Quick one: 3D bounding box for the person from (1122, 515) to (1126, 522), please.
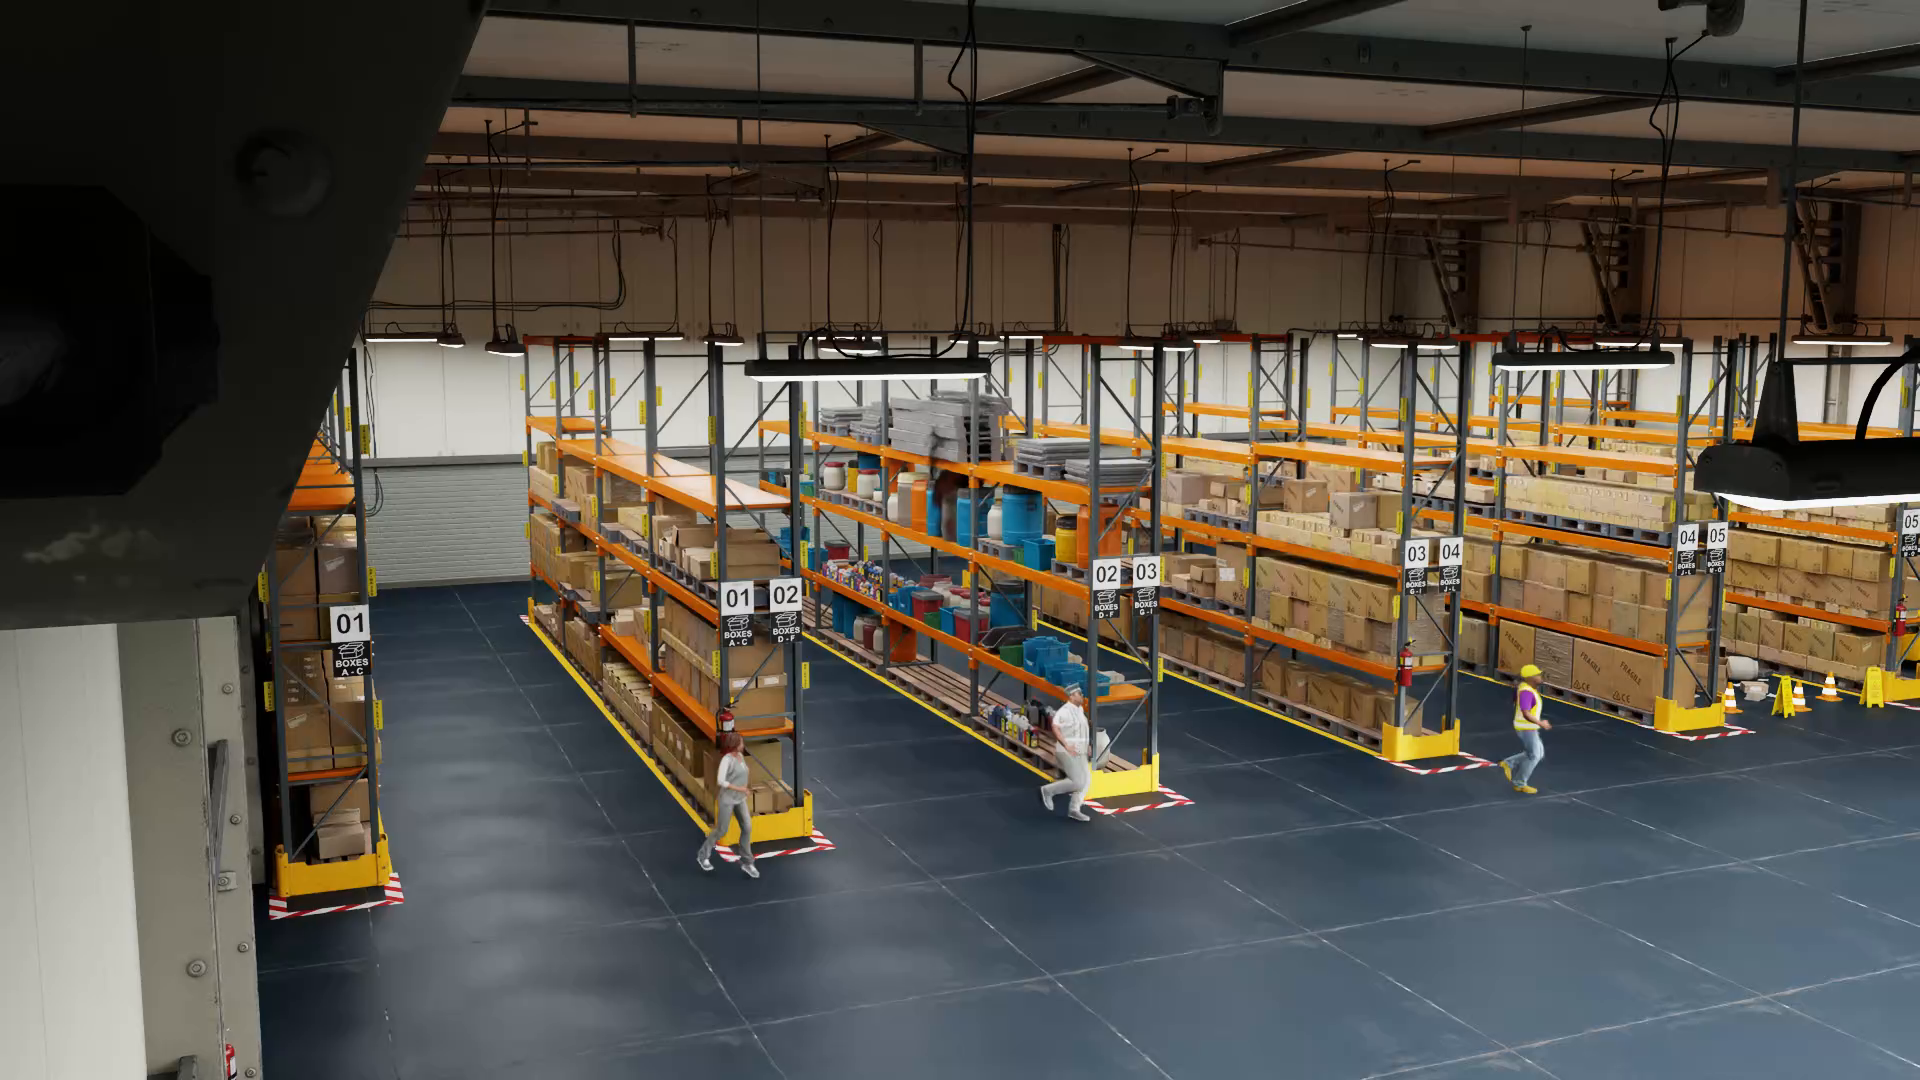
[{"bbox_3d":[3.752,0.204,39.551,0.673,1.737,0.819,-1,8,-7],"label":"person"}]

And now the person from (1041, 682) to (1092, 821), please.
[{"bbox_3d":[1.439,2.667,21.250,0.667,1.713,0.705,4,8,26],"label":"person"}]

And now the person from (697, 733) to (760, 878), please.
[{"bbox_3d":[-2.579,3.006,19.049,0.788,1.598,0.598,4,8,27],"label":"person"}]

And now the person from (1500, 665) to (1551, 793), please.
[{"bbox_3d":[7.613,2.521,22.367,0.623,1.724,0.748,2,8,15],"label":"person"}]
